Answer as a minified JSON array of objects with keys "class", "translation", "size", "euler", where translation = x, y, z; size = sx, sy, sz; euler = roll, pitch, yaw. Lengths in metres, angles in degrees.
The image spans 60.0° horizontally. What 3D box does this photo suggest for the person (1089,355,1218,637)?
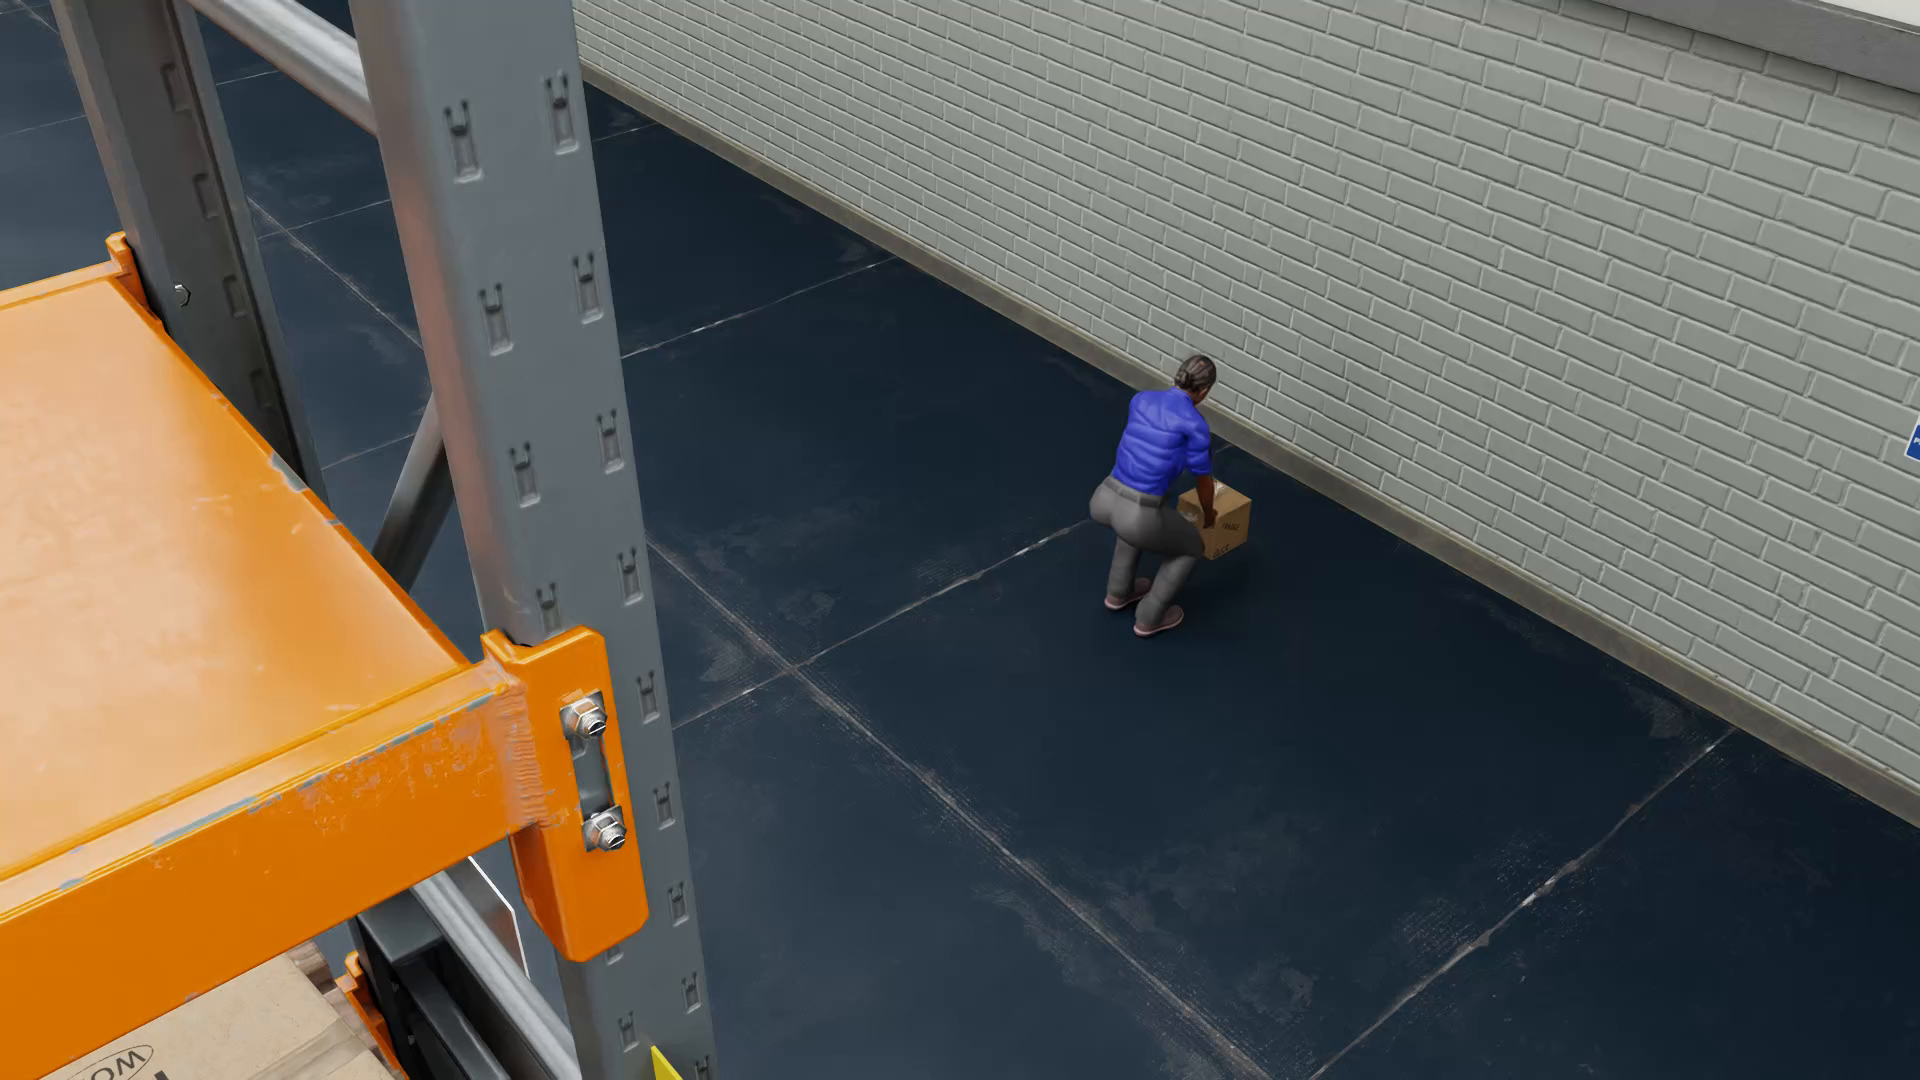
[{"class":"person","translation":[0.886,-0.201,7.684],"size":[0.682,1.280,0.498],"euler":[-26,44,-31]}]
